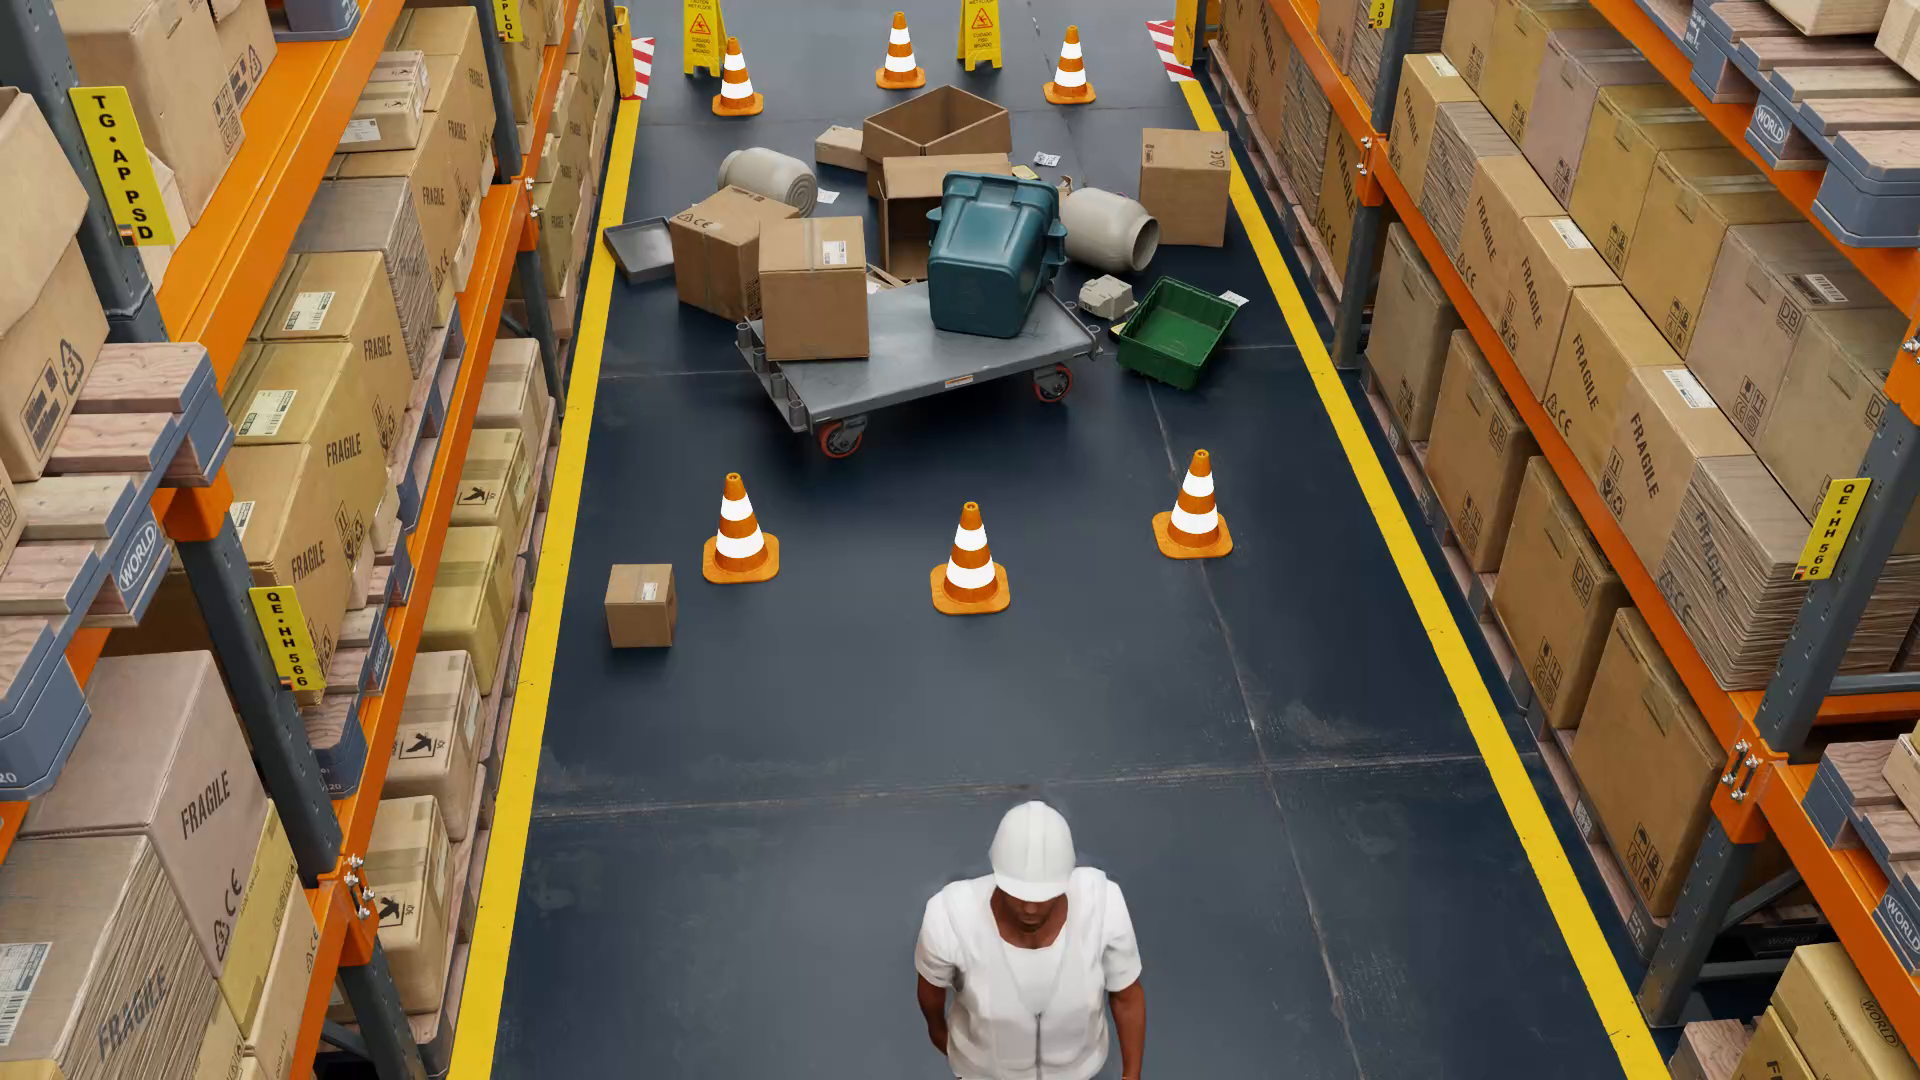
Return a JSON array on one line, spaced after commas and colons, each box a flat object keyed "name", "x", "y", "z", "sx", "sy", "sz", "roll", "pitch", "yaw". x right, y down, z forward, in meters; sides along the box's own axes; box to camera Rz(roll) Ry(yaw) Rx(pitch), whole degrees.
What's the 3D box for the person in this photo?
[{"name": "person", "x": 0.208, "y": 1.420, "z": 4.352, "sx": 0.571, "sy": 1.736, "sz": 0.928, "roll": -7, "pitch": 39, "yaw": -9}]
